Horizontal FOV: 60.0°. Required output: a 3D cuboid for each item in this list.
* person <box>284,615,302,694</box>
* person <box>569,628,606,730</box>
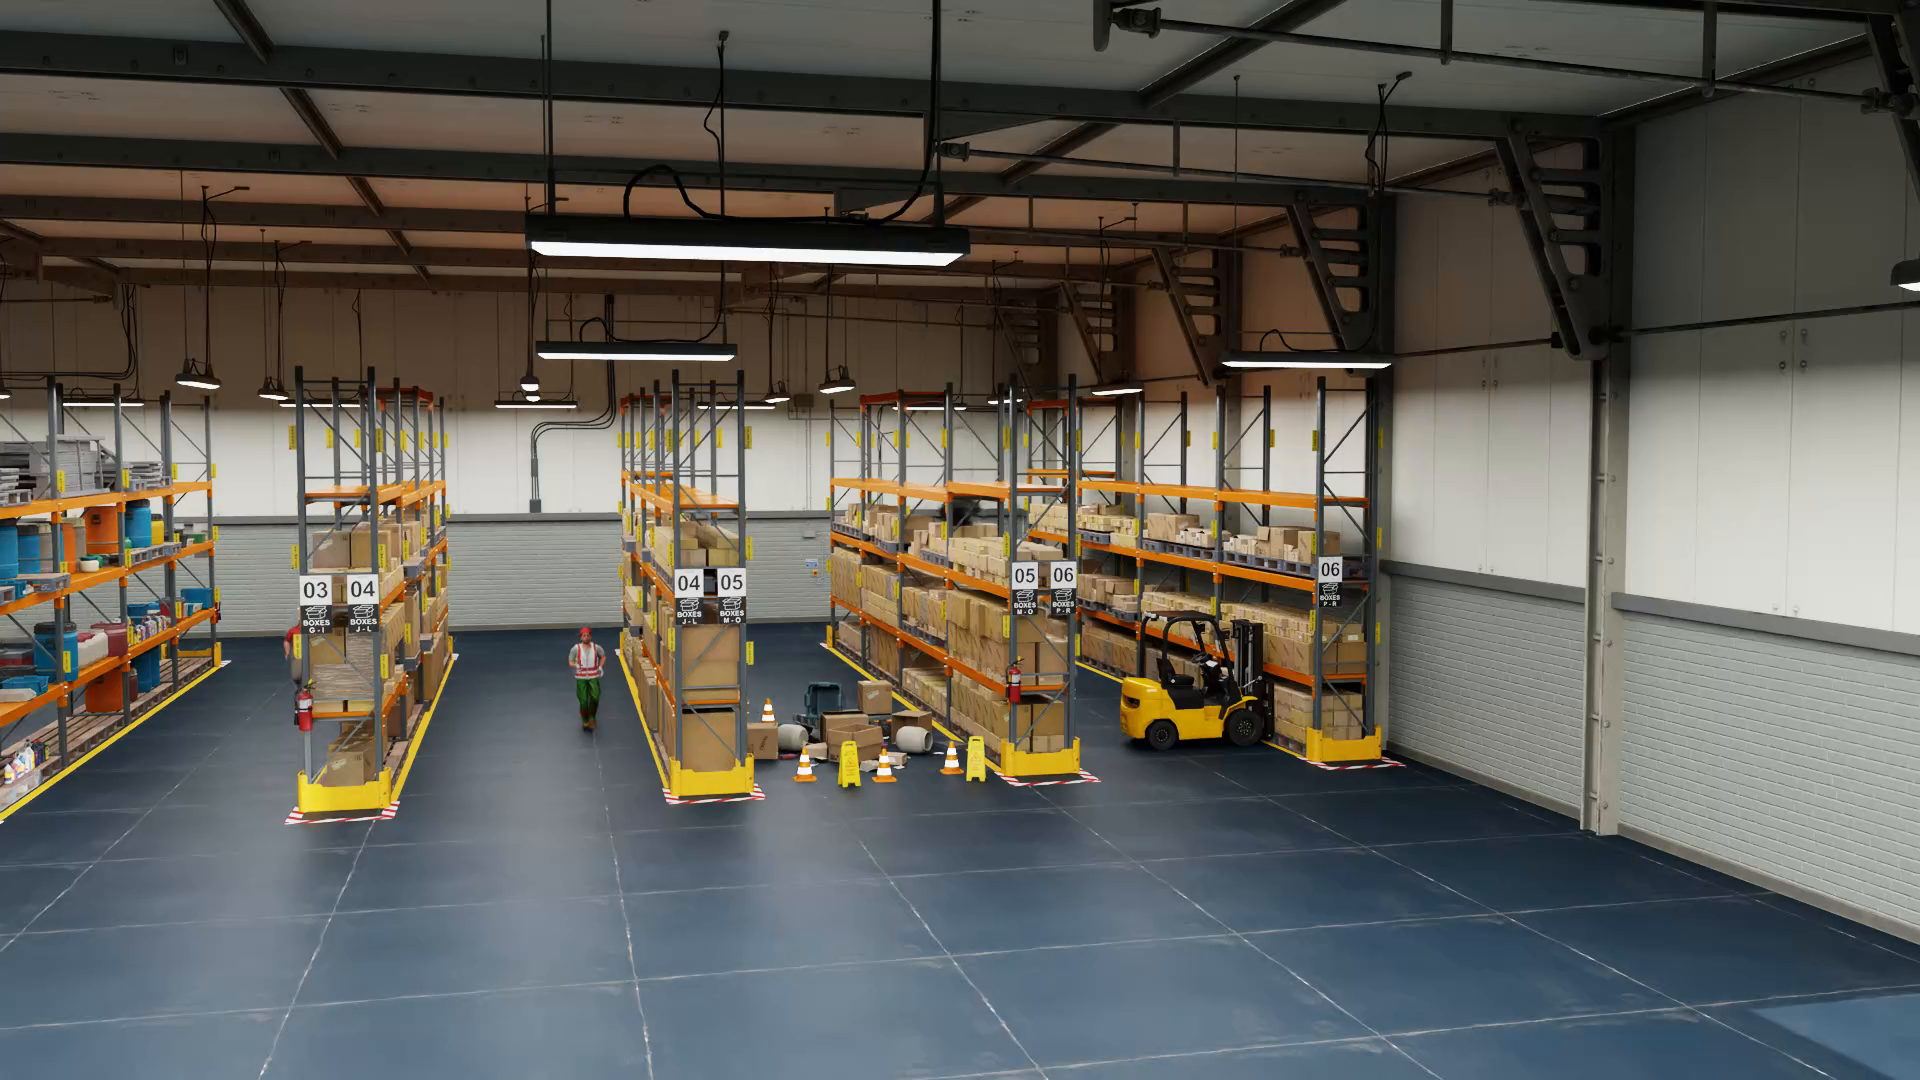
[{"bbox_3d":[-12.647,2.298,32.001,0.672,1.622,0.598,-1,4,-16],"label":"person"},{"bbox_3d":[-6.412,2.404,28.662,0.636,1.772,0.626,-1,4,-15],"label":"person"}]
